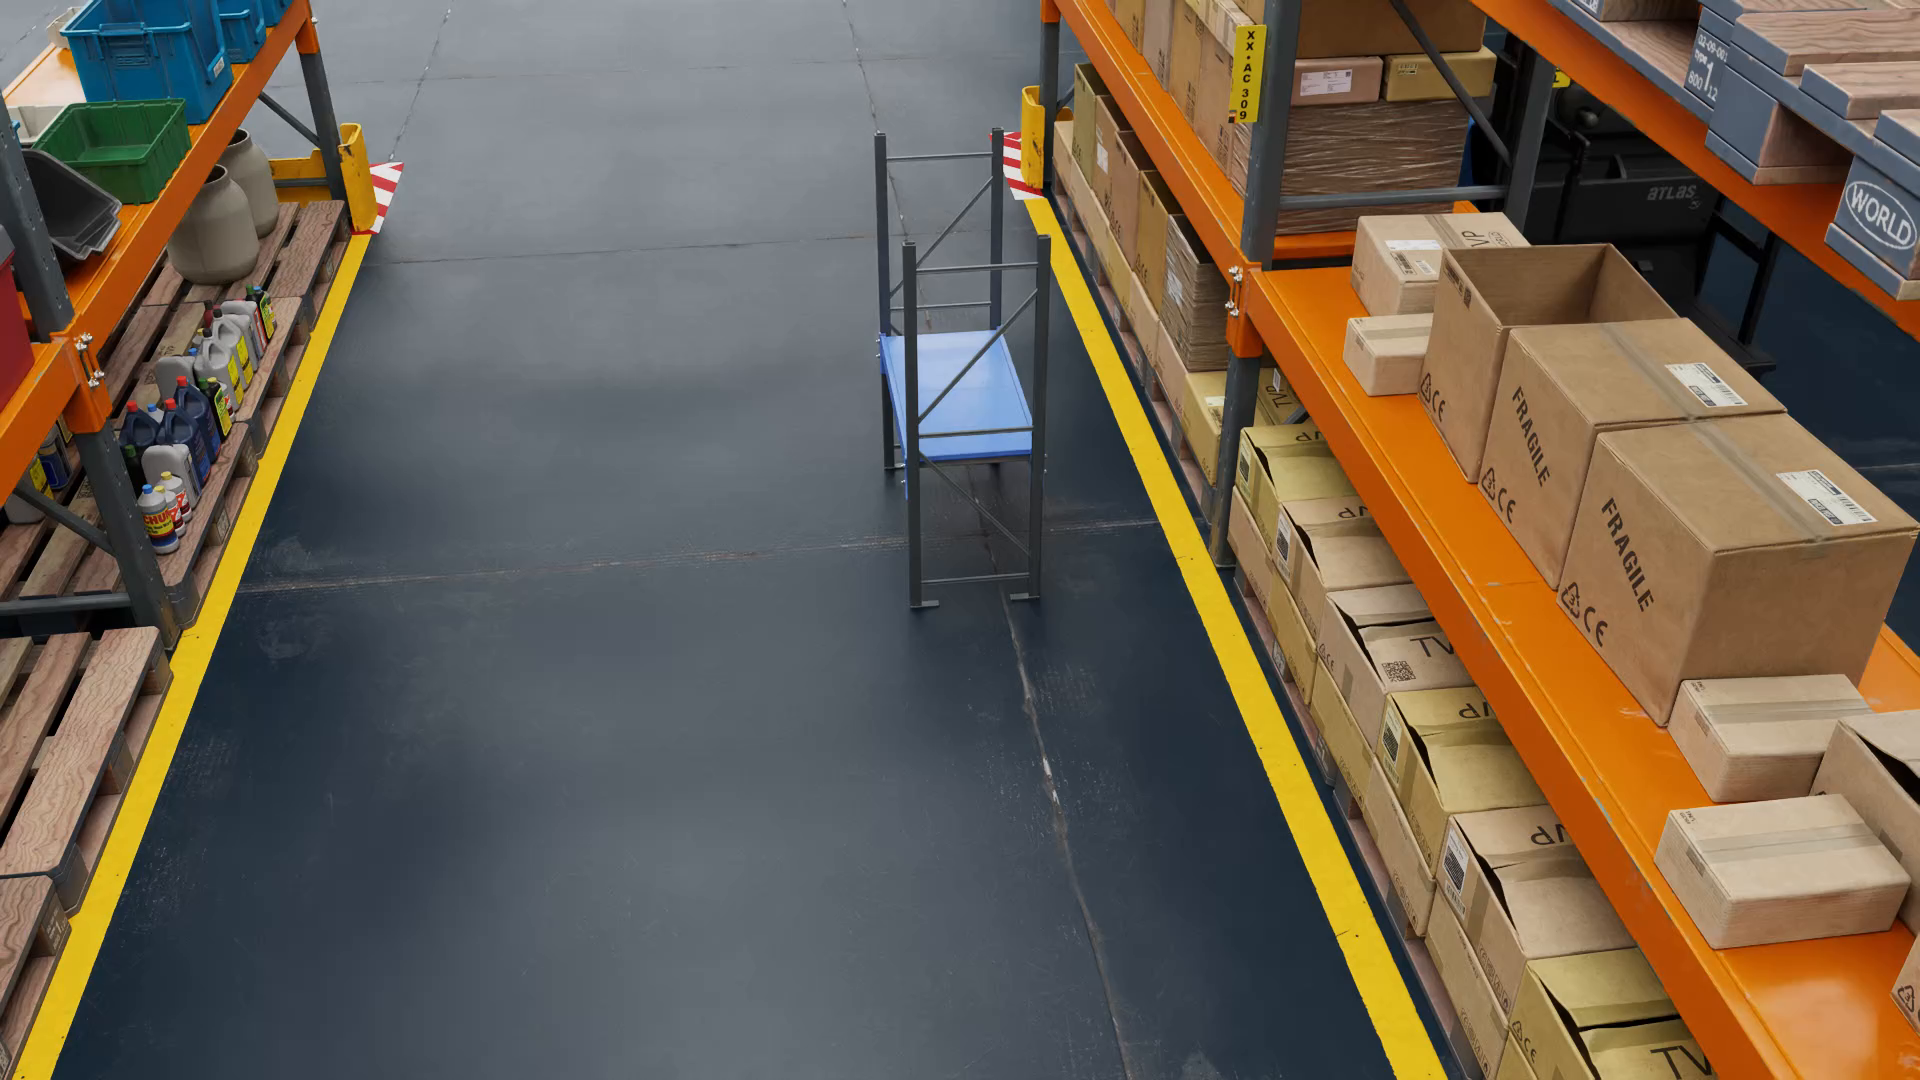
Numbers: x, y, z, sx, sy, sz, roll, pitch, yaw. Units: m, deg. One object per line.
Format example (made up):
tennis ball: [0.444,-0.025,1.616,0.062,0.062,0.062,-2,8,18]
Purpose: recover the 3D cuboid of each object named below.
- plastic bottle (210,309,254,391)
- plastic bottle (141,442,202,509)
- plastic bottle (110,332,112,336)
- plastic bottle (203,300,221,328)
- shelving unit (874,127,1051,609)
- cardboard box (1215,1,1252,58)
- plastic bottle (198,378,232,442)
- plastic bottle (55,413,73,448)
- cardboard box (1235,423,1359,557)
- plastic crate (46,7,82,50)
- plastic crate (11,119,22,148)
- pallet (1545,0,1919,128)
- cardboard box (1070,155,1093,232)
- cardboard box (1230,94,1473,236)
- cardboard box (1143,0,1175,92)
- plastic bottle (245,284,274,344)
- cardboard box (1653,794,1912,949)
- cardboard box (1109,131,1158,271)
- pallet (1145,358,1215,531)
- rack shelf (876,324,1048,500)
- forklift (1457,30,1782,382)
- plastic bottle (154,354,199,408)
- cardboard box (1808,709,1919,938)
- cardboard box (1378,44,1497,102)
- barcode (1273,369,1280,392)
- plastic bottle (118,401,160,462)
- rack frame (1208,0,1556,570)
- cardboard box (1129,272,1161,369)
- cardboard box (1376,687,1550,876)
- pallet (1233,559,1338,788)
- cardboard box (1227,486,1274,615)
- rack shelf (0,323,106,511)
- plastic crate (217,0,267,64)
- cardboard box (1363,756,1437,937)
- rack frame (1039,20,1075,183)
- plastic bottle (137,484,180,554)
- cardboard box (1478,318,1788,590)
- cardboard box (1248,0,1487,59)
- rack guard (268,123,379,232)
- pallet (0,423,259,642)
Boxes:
plastic bottle: [-3.214,-0.836,7.274,0.144,0.351,0.185,-3,34,-4]
plastic bottle: [-3.088,-0.266,6.505,0.152,0.276,0.135,-3,34,-5]
plastic bottle: [-4.012,-1.071,7.691,0.097,0.271,0.097,0,34,0]
plastic bottle: [-3.364,-0.969,7.530,0.061,0.283,0.133,-4,35,-6]
shelving unit: [-0.011,-0.667,6.397,0.538,1.500,1.048,-4,35,-6]
cardboard box: [1.182,-1.922,6.242,0.380,0.149,0.250,-5,35,-8]
plastic bottle: [-3.112,-0.562,6.933,0.061,0.283,0.133,-3,34,-4]
plastic bottle: [-3.752,-0.527,6.881,0.061,0.283,0.133,-4,35,-6]
cardboard box: [1.309,-0.213,5.970,0.500,0.311,0.500,-4,35,-6]
plastic crate: [-4.145,-2.420,7.871,0.298,0.136,0.250,-4,35,-6]
plastic crate: [-3.826,-1.356,6.208,0.499,0.251,0.616,-4,35,-6]
pallet: [1.705,-1.119,3.232,1.003,0.211,1.213,-3,34,-4]
cardboard box: [0.885,-1.868,8.896,0.500,0.250,0.500,-4,35,-6]
cardboard box: [1.434,-1.482,6.172,0.700,0.500,0.500,-5,35,-8]
cardboard box: [1.223,-2.342,7.434,0.700,0.500,0.500,-3,34,-5]
plastic bottle: [-3.231,-1.056,7.658,0.061,0.283,0.133,-4,34,-5]
cardboard box: [1.643,0.662,3.339,0.380,0.149,0.250,-4,35,-6]
cardboard box: [1.013,-1.619,7.865,0.500,0.500,0.500,-4,35,-6]
pallet: [1.435,-0.488,7.279,1.003,0.211,1.213,-4,35,-6]
rack shelf: [-0.011,-0.519,6.499,0.538,0.185,1.000,-4,35,-6]
forklift: [2.964,-1.904,6.940,1.130,2.935,3.031,-5,35,-7]
plastic bottle: [-3.332,-0.676,7.106,0.152,0.276,0.135,-4,35,-6]
cardboard box: [2.110,0.562,3.341,0.500,0.311,0.500,-5,35,-7]
cardboard box: [1.656,-1.667,5.868,0.380,0.149,0.250,-4,35,-6]
barcode: [1.122,-0.565,5.892,0.001,0.075,0.075,-4,35,-6]
plastic bottle: [-3.249,-0.378,6.603,0.144,0.351,0.185,-4,35,-6]
rack frame: [1.500,-1.193,5.838,1.000,3.000,0.127,-4,35,-6]
cardboard box: [1.082,-1.031,7.667,0.500,0.250,0.500,-4,35,-6]
cardboard box: [1.517,0.645,4.711,0.500,0.311,0.500,-3,34,-5]
pallet: [1.638,0.367,6.024,1.003,0.211,1.213,-4,35,-6]
cardboard box: [1.309,0.013,6.136,0.500,0.250,0.500,-5,35,-8]
rack shelf: [-3.140,0.593,3.855,1.077,0.370,4.000,-4,35,-6]
plastic crate: [-3.501,-2.372,7.698,0.499,0.251,0.408,-4,35,-6]
cardboard box: [1.516,0.871,4.877,0.500,0.250,0.500,-4,34,-5]
rack frame: [0.962,-3.426,9.113,1.000,3.000,0.127,-4,35,-6]
plastic bottle: [-3.017,-0.086,6.244,0.097,0.271,0.097,0,34,0]
cardboard box: [1.726,-0.231,4.337,0.500,0.500,0.500,-4,35,-6]
cardboard box: [1.434,-2.018,5.807,0.700,0.500,0.500,-4,34,-6]
rack guard: [-3.890,-1.981,9.212,1.175,0.500,0.348,-4,35,-6]
pallet: [-3.458,-0.046,6.630,1.003,0.211,1.213,-4,35,-6]
